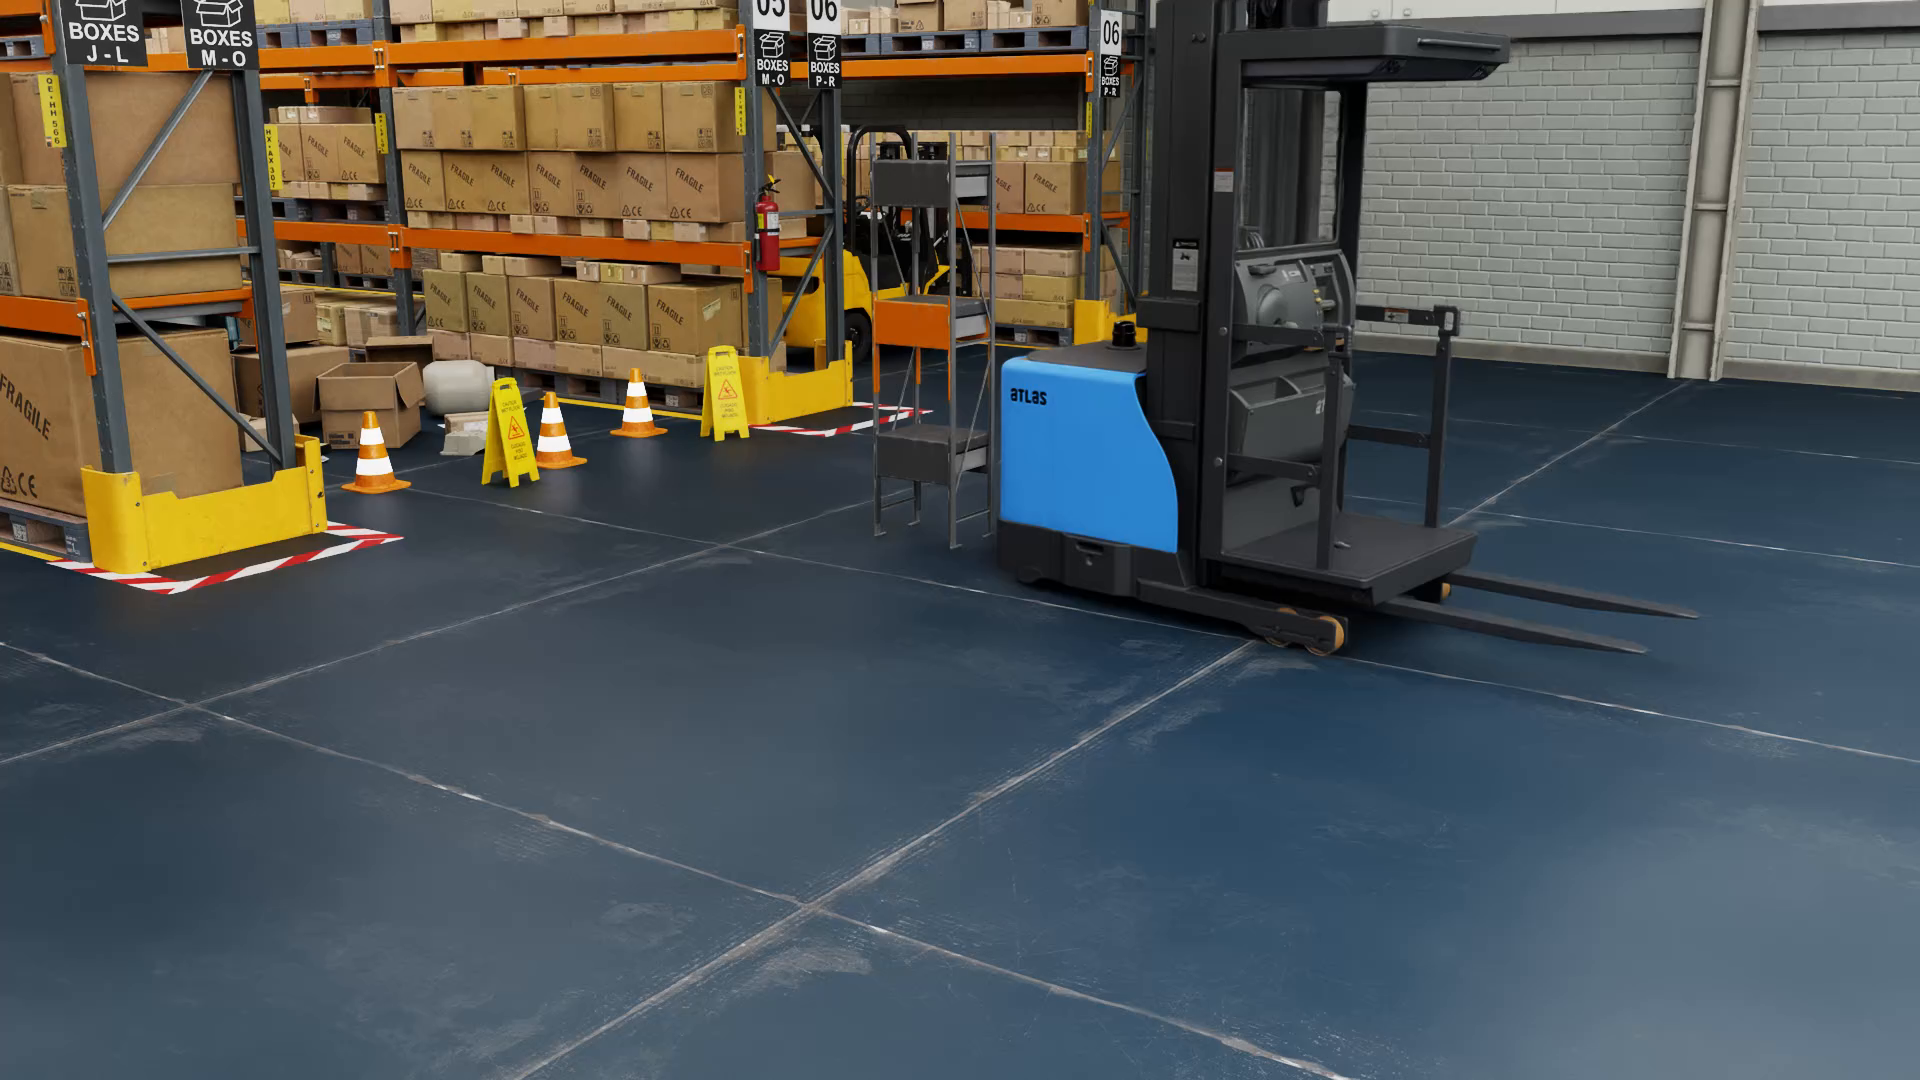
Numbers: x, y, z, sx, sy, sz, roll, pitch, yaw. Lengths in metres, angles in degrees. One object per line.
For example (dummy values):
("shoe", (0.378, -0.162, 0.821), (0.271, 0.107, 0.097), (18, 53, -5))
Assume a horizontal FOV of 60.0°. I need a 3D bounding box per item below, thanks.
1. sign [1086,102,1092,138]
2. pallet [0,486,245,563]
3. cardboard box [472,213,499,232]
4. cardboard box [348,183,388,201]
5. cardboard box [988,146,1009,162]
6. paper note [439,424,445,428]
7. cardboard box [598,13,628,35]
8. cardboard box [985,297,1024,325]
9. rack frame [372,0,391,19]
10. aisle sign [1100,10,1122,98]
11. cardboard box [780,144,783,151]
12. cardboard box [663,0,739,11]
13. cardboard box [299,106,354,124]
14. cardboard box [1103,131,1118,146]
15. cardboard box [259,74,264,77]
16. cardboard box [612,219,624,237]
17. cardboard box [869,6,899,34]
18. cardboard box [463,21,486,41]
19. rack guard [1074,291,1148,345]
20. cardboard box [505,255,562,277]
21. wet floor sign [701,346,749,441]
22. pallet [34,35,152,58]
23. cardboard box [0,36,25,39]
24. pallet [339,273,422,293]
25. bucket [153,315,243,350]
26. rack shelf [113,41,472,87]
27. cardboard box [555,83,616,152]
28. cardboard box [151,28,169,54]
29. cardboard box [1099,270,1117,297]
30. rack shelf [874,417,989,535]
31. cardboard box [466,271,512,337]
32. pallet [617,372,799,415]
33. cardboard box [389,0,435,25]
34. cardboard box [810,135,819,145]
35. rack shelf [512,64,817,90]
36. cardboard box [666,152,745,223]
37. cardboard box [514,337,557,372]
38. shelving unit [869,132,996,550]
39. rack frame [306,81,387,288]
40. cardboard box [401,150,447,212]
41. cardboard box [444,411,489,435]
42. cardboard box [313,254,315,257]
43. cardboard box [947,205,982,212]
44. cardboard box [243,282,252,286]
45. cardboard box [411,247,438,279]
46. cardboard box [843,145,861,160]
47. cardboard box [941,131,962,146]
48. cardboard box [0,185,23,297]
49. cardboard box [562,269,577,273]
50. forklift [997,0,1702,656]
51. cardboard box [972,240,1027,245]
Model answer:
("sign", (1.227, -3.985, 15.778), (0.005, 0.325, 0.100), (9, 17, 33))
("pallet", (-4.612, -0.162, 9.038), (1.213, 0.211, 1.003), (9, 17, 33))
("cardboard box", (-3.801, -2.640, 13.766), (0.250, 0.149, 0.380), (10, 17, 35))
("cardboard box", (-5.126, -3.057, 14.578), (0.250, 0.149, 0.380), (9, 17, 34))
("cardboard box", (0.488, -3.880, 16.695), (0.250, 0.149, 0.380), (9, 17, 32))
("paper note", (-3.742, -0.851, 12.223), (0.148, 0.019, 0.142), (-10, 17, -35))
("cardboard box", (-2.510, -3.891, 12.580), (0.250, 0.149, 0.380), (9, 17, 32))
("cardboard box", (0.568, -2.352, 16.932), (0.500, 0.250, 0.500), (9, 17, 33))
("rack frame", (-4.545, -5.873, 13.821), (0.127, 3.000, 1.000), (9, 17, 33))
("aisle sign", (1.432, -4.609, 15.790), (0.004, 0.787, 0.394), (9, 17, 33))
("cardboard box", (-2.185, -4.316, 18.458), (0.250, 0.149, 0.380), (10, 17, 35))
("cardboard box", (-1.801, -3.967, 12.057), (0.500, 0.250, 0.500), (9, 16, 32))
("cardboard box", (-5.633, -3.779, 14.797), (0.250, 0.149, 0.380), (9, 16, 31))
("cardboard box", (1.382, -4.010, 16.603), (0.250, 0.149, 0.380), (9, 16, 32))
("cardboard box", (-9.500, -6.452, 22.927), (0.250, 0.149, 0.380), (9, 17, 33))
("cardboard box", (-2.493, -2.451, 13.006), (0.250, 0.149, 0.380), (9, 17, 34))
("cardboard box", (-0.716, -5.335, 17.086), (0.258, 0.266, 0.396), (9, 16, 31))
("cardboard box", (-3.784, -4.105, 13.445), (0.250, 0.149, 0.380), (10, 17, 34))
("rack guard", (1.561, -2.198, 16.662), (0.348, 0.500, 1.175), (9, 17, 33))
("cardboard box", (-3.483, -2.243, 13.580), (0.250, 0.149, 0.380), (10, 17, 36))
("wet floor sign", (-1.665, -1.043, 11.693), (0.267, 0.644, 0.232), (-10, 17, -35))
("pallet", (-8.428, -4.937, 16.677), (1.003, 0.211, 1.213), (10, 17, 35))
("cardboard box", (-9.488, -5.384, 17.007), (0.500, 0.500, 0.500), (9, 17, 33))
("pallet", (-7.720, -3.569, 22.801), (1.213, 0.211, 1.003), (9, 17, 33))
("bucket", (-5.824, -1.551, 12.494), (0.726, 0.611, 0.620), (-10, 7, -35))
("rack shelf", (-6.204, -4.336, 15.351), (4.000, 0.370, 1.077), (9, 17, 33))
("cardboard box", (-2.668, -3.245, 12.781), (0.500, 0.500, 0.700), (9, 16, 32))
("cardboard box", (-7.486, -4.778, 15.918), (0.258, 0.266, 0.396), (9, 17, 33))
("cardboard box", (1.267, -2.631, 17.017), (0.500, 0.250, 0.500), (10, 17, 34))
("rack shelf", (-0.137, -0.349, 8.832), (0.480, 0.518, 0.431), (9, 17, 33))
("cardboard box", (-3.755, -1.992, 13.914), (0.500, 0.500, 0.500), (10, 17, 35))
("pallet", (-1.943, -1.197, 13.219), (1.213, 0.211, 1.003), (9, 17, 33))
("cardboard box", (-4.333, -4.375, 13.705), (0.500, 0.250, 0.500), (9, 16, 32))
("cardboard box", (-1.401, -4.343, 17.950), (0.250, 0.149, 0.380), (9, 17, 34))
("rack shelf", (-3.437, -5.326, 19.351), (4.000, 0.370, 1.077), (9, 17, 33))
("cardboard box", (-1.830, -2.635, 12.399), (0.500, 0.500, 0.500), (9, 16, 32))
("cardboard box", (-3.315, -1.557, 13.719), (0.500, 0.250, 0.500), (9, 16, 32))
("shelving unit", (-0.137, -1.041, 8.661), (0.503, 2.100, 0.431), (9, 17, 33))
("rack frame", (-8.416, -5.024, 22.876), (0.127, 3.000, 1.000), (9, 17, 33))
("cardboard box", (-4.335, -3.039, 14.031), (0.500, 0.500, 0.500), (9, 17, 33))
("cardboard box", (-3.440, -0.813, 11.800), (0.380, 0.149, 0.250), (-7, 15, -25))
("cardboard box", (-9.192, -4.038, 23.951), (0.250, 0.149, 0.380), (9, 16, 32))
("cardboard box", (0.136, -3.617, 16.984), (0.500, 0.500, 0.500), (9, 16, 32))
("cardboard box", (-7.401, -2.348, 16.660), (0.625, 0.372, 0.950), (8, 16, 29))
("cardboard box", (-6.854, -3.697, 21.842), (0.500, 0.500, 0.500), (8, 16, 31))
("cardboard box", (-1.049, -4.108, 17.616), (0.250, 0.149, 0.380), (10, 17, 34))
("cardboard box", (0.012, -4.080, 16.884), (0.250, 0.149, 0.380), (10, 17, 34))
("cardboard box", (-4.706, -1.607, 8.760), (0.550, 0.550, 0.875), (9, 17, 33))
("cardboard box", (-3.057, -2.032, 14.077), (0.500, 0.500, 0.500), (10, 17, 36))
("forklift", (1.622, -1.085, 7.105), (3.031, 2.935, 1.130), (12, 18, 39))
("cardboard box", (0.423, -3.007, 17.495), (0.500, 0.250, 0.500), (9, 17, 32))
